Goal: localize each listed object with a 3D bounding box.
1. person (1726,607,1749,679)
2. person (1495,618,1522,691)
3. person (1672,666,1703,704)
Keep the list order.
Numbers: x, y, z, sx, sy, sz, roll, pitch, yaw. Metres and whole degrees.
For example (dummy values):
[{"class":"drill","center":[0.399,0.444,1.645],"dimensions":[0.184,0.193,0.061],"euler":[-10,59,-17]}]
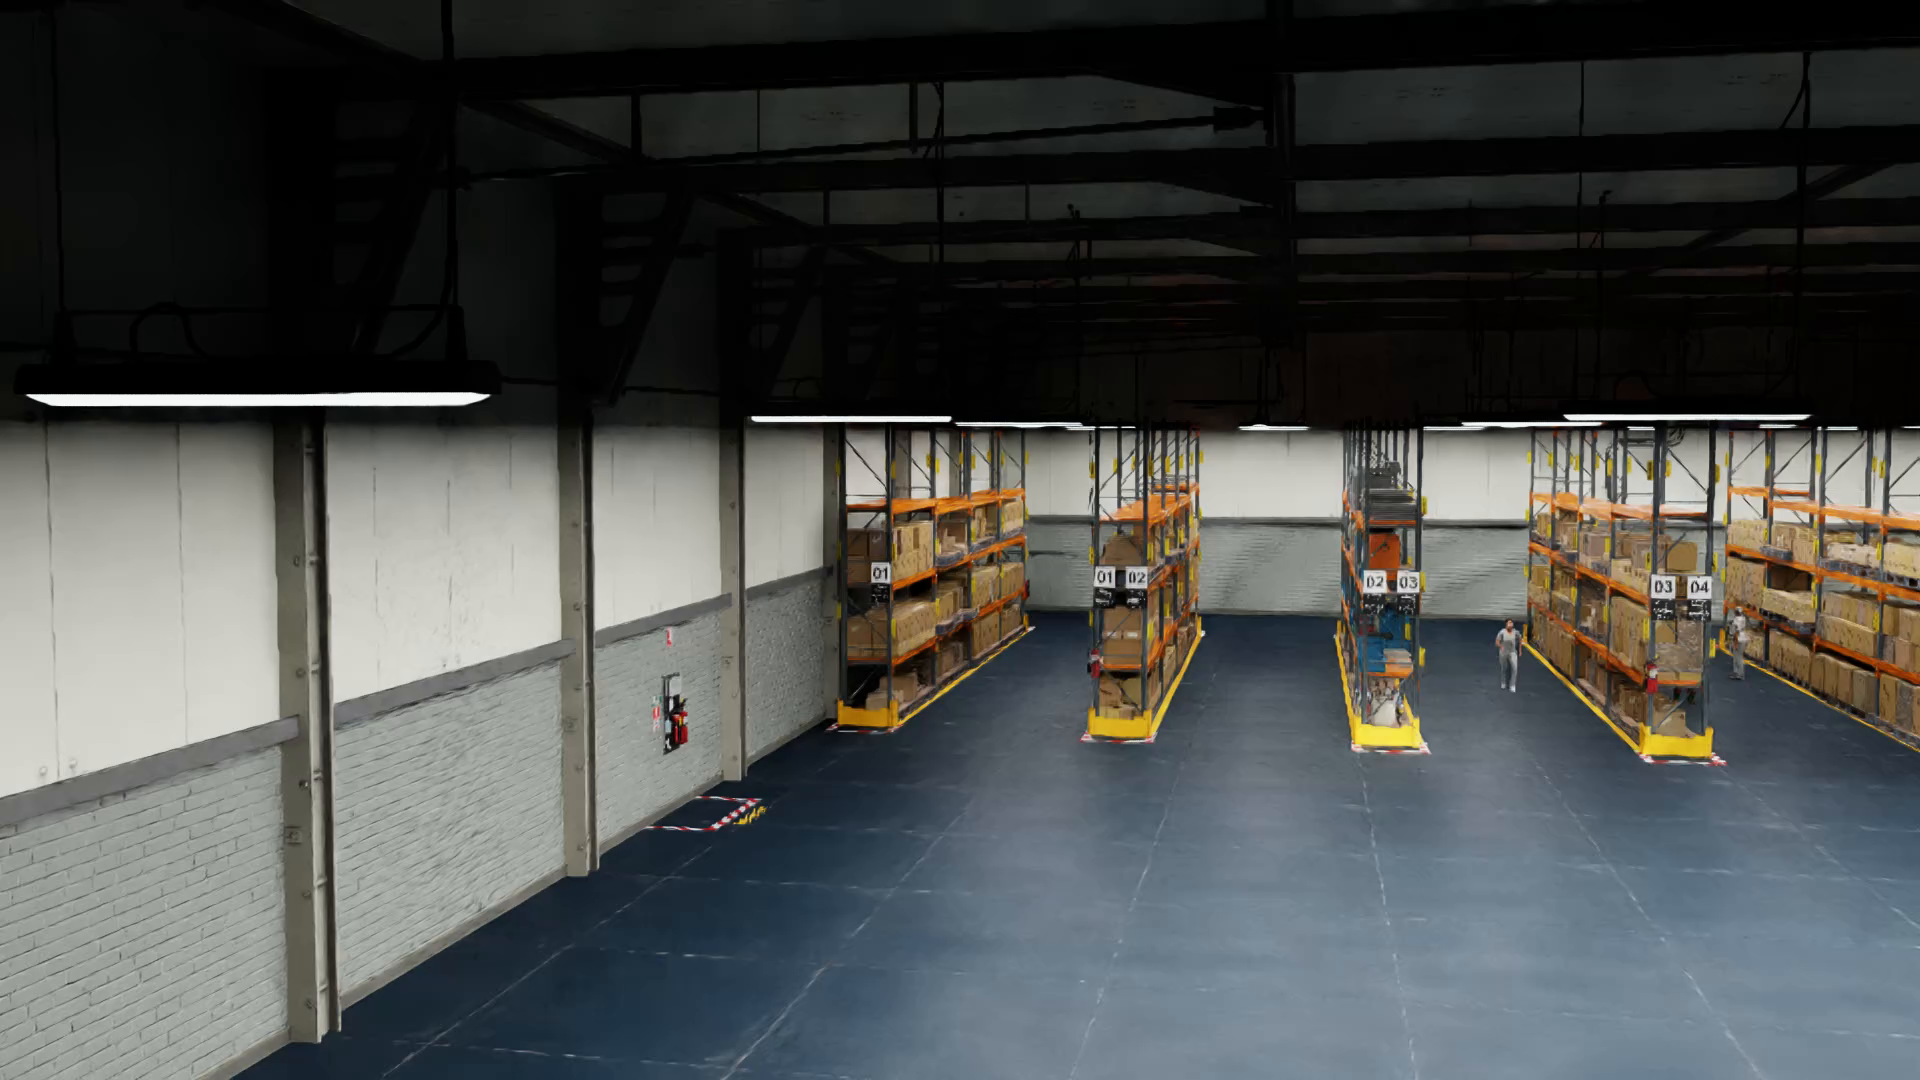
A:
[{"class":"person","center":[18.059,2.378,38.658],"dimensions":[0.476,1.665,0.523],"euler":[3,5,42]},{"class":"person","center":[12.199,2.521,36.978],"dimensions":[0.589,1.601,0.820],"euler":[1,4,16]},{"class":"person","center":[15.322,2.591,34.973],"dimensions":[0.677,1.742,0.552],"euler":[1,4,10]}]
